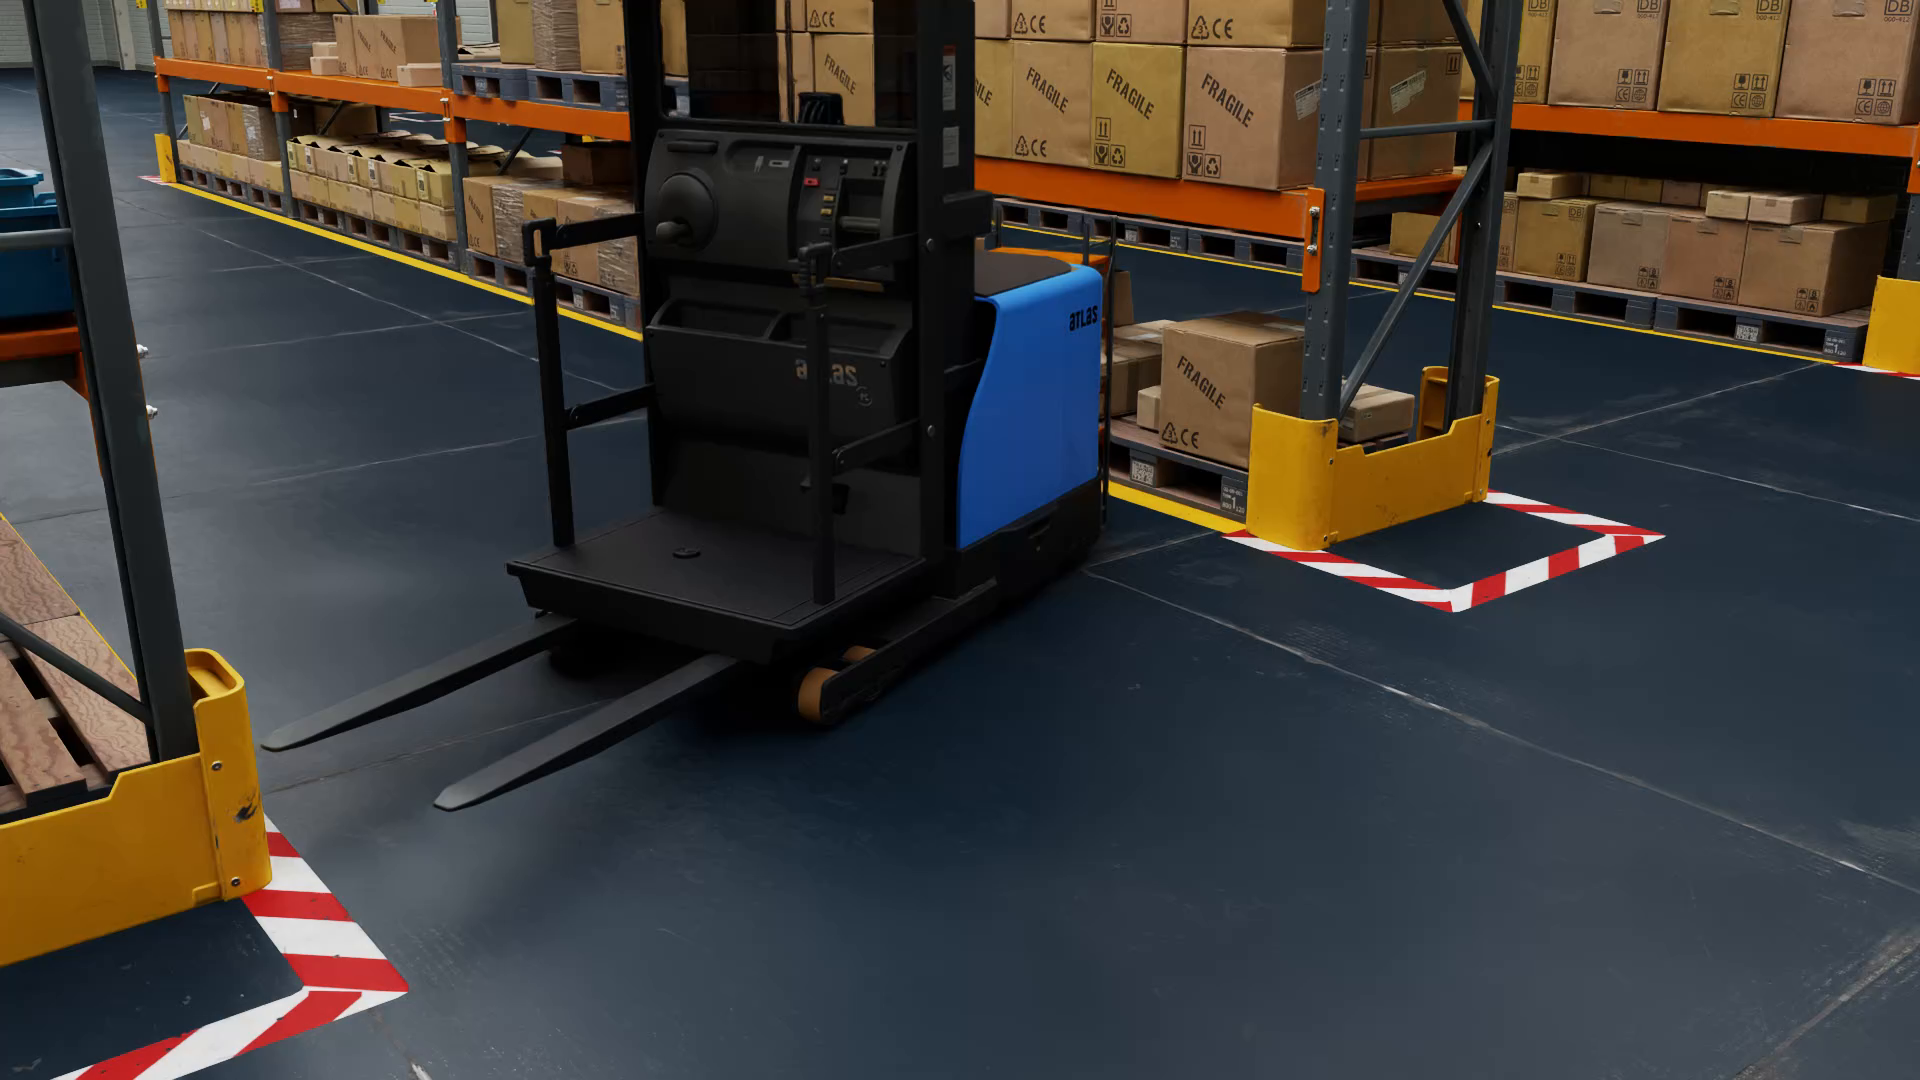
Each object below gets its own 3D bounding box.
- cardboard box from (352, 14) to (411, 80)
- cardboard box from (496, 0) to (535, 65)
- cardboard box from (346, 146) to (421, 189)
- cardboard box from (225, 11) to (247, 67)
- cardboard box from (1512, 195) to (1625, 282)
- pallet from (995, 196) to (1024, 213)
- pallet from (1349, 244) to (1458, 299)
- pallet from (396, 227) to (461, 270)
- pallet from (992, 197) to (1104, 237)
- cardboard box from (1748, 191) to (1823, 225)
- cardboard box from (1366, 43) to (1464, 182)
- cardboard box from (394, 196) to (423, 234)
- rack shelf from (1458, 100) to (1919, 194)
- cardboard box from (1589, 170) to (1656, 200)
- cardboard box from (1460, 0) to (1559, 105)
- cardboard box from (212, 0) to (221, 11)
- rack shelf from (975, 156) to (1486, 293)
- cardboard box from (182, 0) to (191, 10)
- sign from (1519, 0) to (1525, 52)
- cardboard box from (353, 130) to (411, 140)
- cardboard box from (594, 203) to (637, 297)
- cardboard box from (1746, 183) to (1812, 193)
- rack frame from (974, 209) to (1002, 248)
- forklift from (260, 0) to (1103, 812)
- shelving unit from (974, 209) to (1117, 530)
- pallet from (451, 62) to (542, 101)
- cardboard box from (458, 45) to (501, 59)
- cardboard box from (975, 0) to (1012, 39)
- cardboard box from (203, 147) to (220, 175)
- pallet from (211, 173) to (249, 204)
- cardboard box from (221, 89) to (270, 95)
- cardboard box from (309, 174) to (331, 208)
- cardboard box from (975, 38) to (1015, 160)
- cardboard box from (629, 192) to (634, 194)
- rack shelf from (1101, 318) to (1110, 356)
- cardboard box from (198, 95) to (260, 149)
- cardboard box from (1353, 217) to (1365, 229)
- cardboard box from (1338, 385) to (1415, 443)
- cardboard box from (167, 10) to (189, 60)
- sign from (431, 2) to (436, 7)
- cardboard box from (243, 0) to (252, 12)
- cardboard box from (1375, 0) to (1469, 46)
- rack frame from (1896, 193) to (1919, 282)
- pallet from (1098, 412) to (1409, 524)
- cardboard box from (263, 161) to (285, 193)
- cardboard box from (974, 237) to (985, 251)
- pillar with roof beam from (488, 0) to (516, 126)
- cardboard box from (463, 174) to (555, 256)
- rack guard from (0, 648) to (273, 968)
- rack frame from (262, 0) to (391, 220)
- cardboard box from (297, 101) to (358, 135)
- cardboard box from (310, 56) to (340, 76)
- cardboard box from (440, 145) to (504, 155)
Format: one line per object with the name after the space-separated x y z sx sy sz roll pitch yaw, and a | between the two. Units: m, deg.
-4.654 -4.069 13.720 0.500 0.500 0.500 -14 23 -36 | cardboard box
-2.793 -3.595 11.622 0.500 0.500 0.700 11 21 30 | cardboard box
-4.739 -3.099 13.762 0.500 0.311 0.500 -13 22 -35 | cardboard box
-6.677 -4.876 16.157 0.700 0.500 0.500 -14 23 -35 | cardboard box
4.102 -2.021 11.002 0.700 0.500 0.500 -13 23 -35 | cardboard box
0.125 -3.319 16.049 1.003 0.211 1.213 -14 23 -36 | pallet
3.503 -1.937 11.878 1.003 0.211 1.213 -14 23 -36 | pallet
-3.753 -2.368 13.179 1.003 0.211 1.213 -14 23 -36 | pallet
1.039 -2.917 14.835 1.003 0.211 1.213 -14 23 -36 | pallet
4.840 -1.948 9.750 0.380 0.149 0.250 -14 23 -37 | cardboard box
1.626 -1.719 6.622 0.500 0.500 0.500 -13 23 -35 | cardboard box
-4.113 -2.584 13.101 0.500 0.250 0.500 -14 23 -37 | cardboard box
4.334 -2.630 10.676 1.077 0.370 4.000 -14 23 -36 | rack shelf
4.352 -2.335 10.918 0.380 0.149 0.250 -14 23 -37 | cardboard box
3.865 -3.288 11.044 0.980 0.700 0.700 -15 23 -37 | cardboard box
-7.047 -5.226 16.182 0.380 0.149 0.250 -13 22 -34 | cardboard box
0.453 -1.662 7.754 1.077 0.370 4.000 -14 23 -36 | rack shelf
-7.690 -5.481 16.952 0.380 0.149 0.250 -14 23 -37 | cardboard box
2.120 -2.027 6.336 0.100 0.325 0.005 -14 23 -36 | sign
-5.280 -3.584 15.228 0.500 0.311 0.500 -14 23 -36 | cardboard box
-1.931 -1.831 10.397 0.500 0.500 0.500 -14 23 -35 | cardboard box
4.982 -2.085 10.163 0.380 0.149 0.250 -14 23 -36 | cardboard box
0.092 -0.669 6.475 0.015 1.200 0.240 11 21 29 | rack frame
-0.670 -1.025 4.796 1.130 2.935 3.031 11 21 29 | forklift
0.302 -0.630 6.356 0.503 1.200 0.258 11 21 29 | shelving unit
-2.796 -3.237 11.673 1.213 0.211 1.003 -14 23 -36 | pallet
-3.464 -3.538 12.416 0.500 0.311 0.500 -12 22 -33 | cardboard box
0.244 -2.466 7.289 0.500 0.500 0.500 -13 22 -34 | cardboard box
-7.457 -3.926 17.152 0.500 0.250 0.500 -14 23 -36 | cardboard box
-6.978 -3.649 17.045 1.003 0.211 1.213 -14 23 -36 | pallet
-7.673 -4.629 18.083 0.500 0.500 0.500 -14 23 -36 | cardboard box
-5.383 -3.087 14.621 0.500 0.250 0.500 -13 23 -35 | cardboard box
0.260 -1.991 7.443 0.500 0.500 0.500 -14 23 -37 | cardboard box
-1.856 -2.064 11.099 0.500 0.500 0.500 -15 24 -38 | cardboard box
0.302 -0.779 6.307 0.480 0.148 0.258 11 21 29 | rack shelf
-7.448 -4.284 17.041 0.500 0.500 0.500 -14 23 -36 | cardboard box
2.587 -2.777 12.730 0.750 0.750 0.750 -14 23 -35 | cardboard box
1.704 -0.536 7.045 0.380 0.149 0.250 -14 23 -36 | cardboard box
-7.959 -5.383 17.688 0.700 0.500 0.500 -14 23 -36 | cardboard box
-8.742 -8.934 27.671 0.001 0.109 0.331 -14 23 -36 | sign
-6.409 -4.973 15.419 0.380 0.149 0.250 -15 23 -38 | cardboard box
1.626 -2.193 6.465 0.500 0.500 0.500 -13 22 -34 | cardboard box
5.576 -2.478 9.075 1.000 3.000 0.127 -14 23 -36 | rack frame
1.152 -0.402 7.240 1.003 0.211 1.213 -14 23 -36 | pallet
-6.215 -3.433 15.665 0.500 0.250 0.500 -14 23 -36 | cardboard box
-0.212 -1.433 9.196 0.500 0.500 0.500 -14 23 -36 | cardboard box
-10.346 -9.903 21.955 9.100 9.000 0.400 -14 23 -36 | pillar with roof beam
-3.214 -2.336 11.922 0.500 0.500 0.500 -13 22 -34 | cardboard box
-2.165 0.645 3.618 1.175 0.500 0.348 -14 23 -36 | rack guard
-5.756 -4.467 15.082 1.000 3.000 0.127 -14 23 -36 | rack frame
-6.115 -4.014 16.227 0.500 0.500 0.500 -14 23 -36 | cardboard box
-5.366 -4.090 14.342 0.380 0.149 0.250 -14 23 -36 | cardboard box
-4.015 -3.082 13.713 0.500 0.311 0.500 -15 23 -38 | cardboard box
